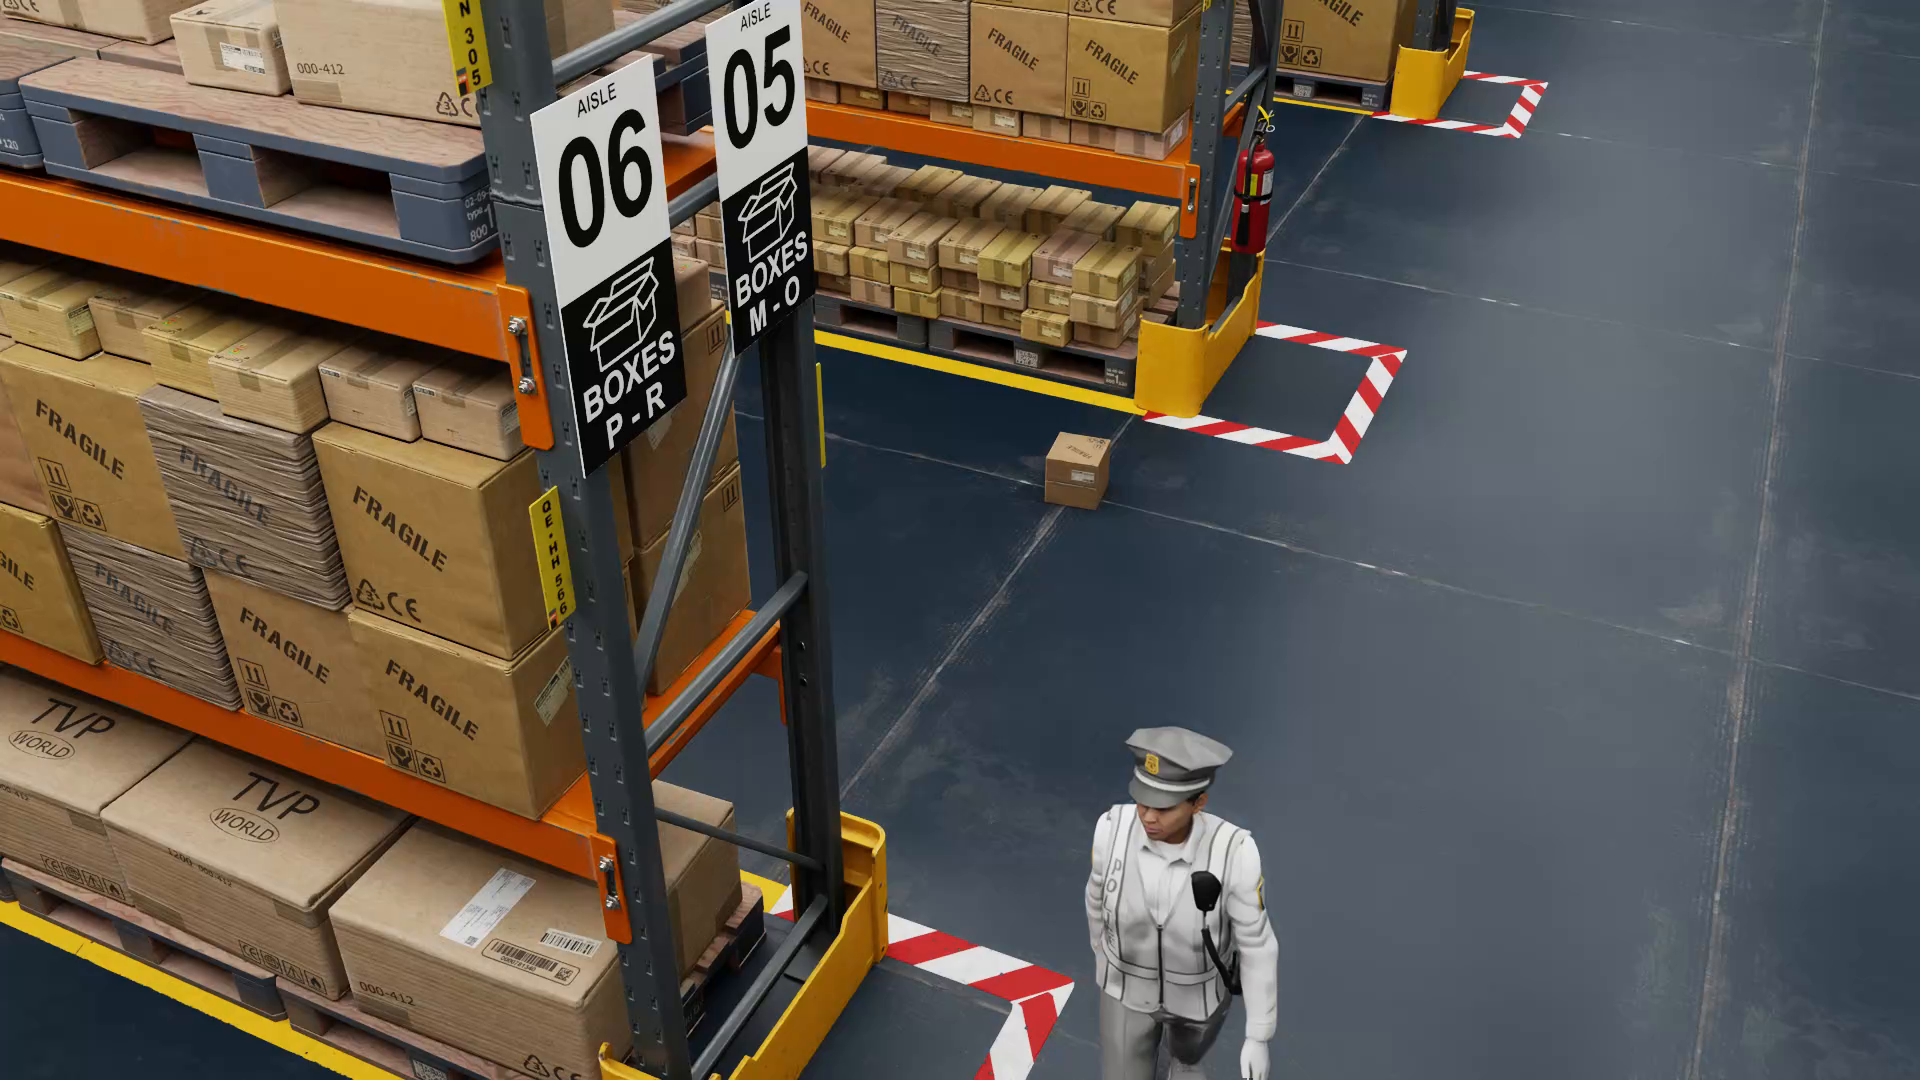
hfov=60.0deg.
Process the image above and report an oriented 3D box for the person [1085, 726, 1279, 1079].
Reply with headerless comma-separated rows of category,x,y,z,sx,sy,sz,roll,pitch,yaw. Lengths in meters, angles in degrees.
person,0.565,1.177,4.367,0.525,1.633,0.979,6,34,9
